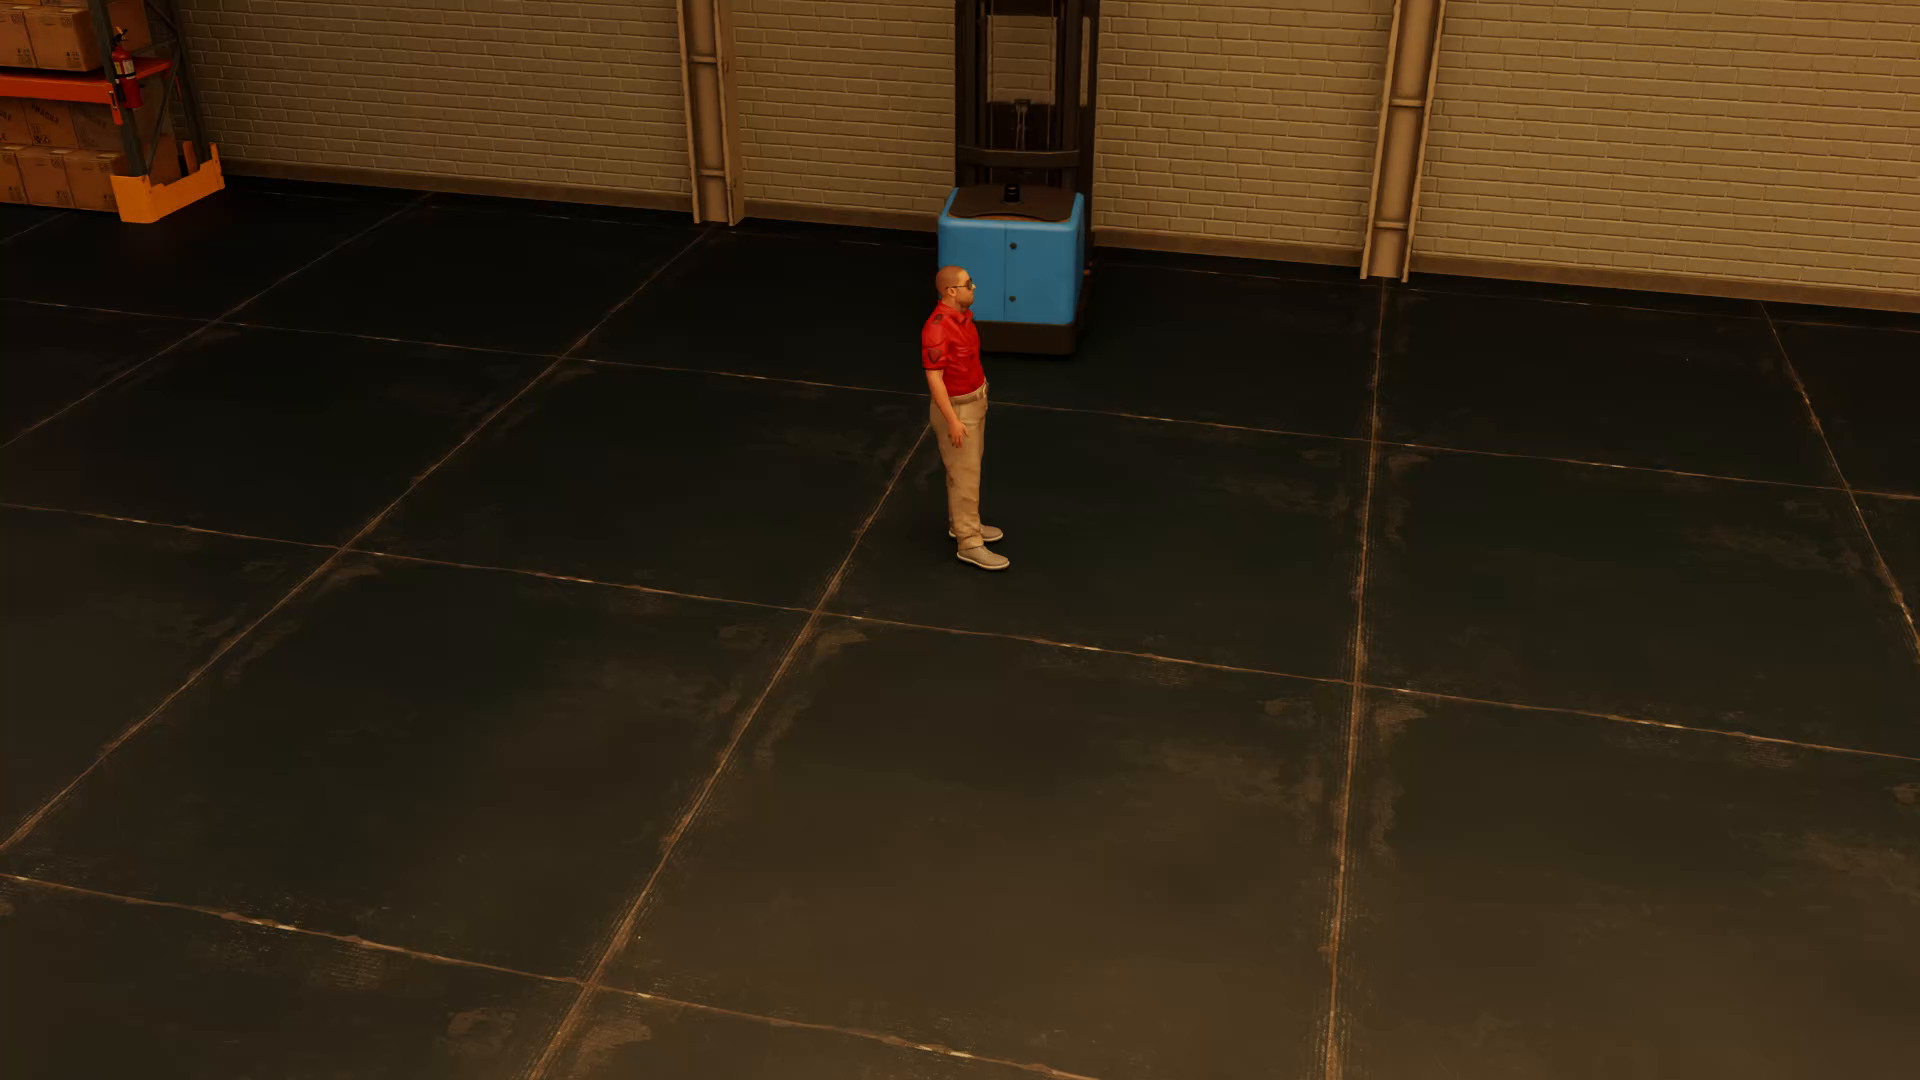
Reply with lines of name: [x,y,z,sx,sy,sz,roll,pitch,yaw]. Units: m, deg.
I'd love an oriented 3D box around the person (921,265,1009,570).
person: [0.085,-0.743,9.684,0.550,1.728,0.641,7,30,12]

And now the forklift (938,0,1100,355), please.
forklift: [0.538,-3.362,13.104,1.130,2.935,3.031,4,30,7]
